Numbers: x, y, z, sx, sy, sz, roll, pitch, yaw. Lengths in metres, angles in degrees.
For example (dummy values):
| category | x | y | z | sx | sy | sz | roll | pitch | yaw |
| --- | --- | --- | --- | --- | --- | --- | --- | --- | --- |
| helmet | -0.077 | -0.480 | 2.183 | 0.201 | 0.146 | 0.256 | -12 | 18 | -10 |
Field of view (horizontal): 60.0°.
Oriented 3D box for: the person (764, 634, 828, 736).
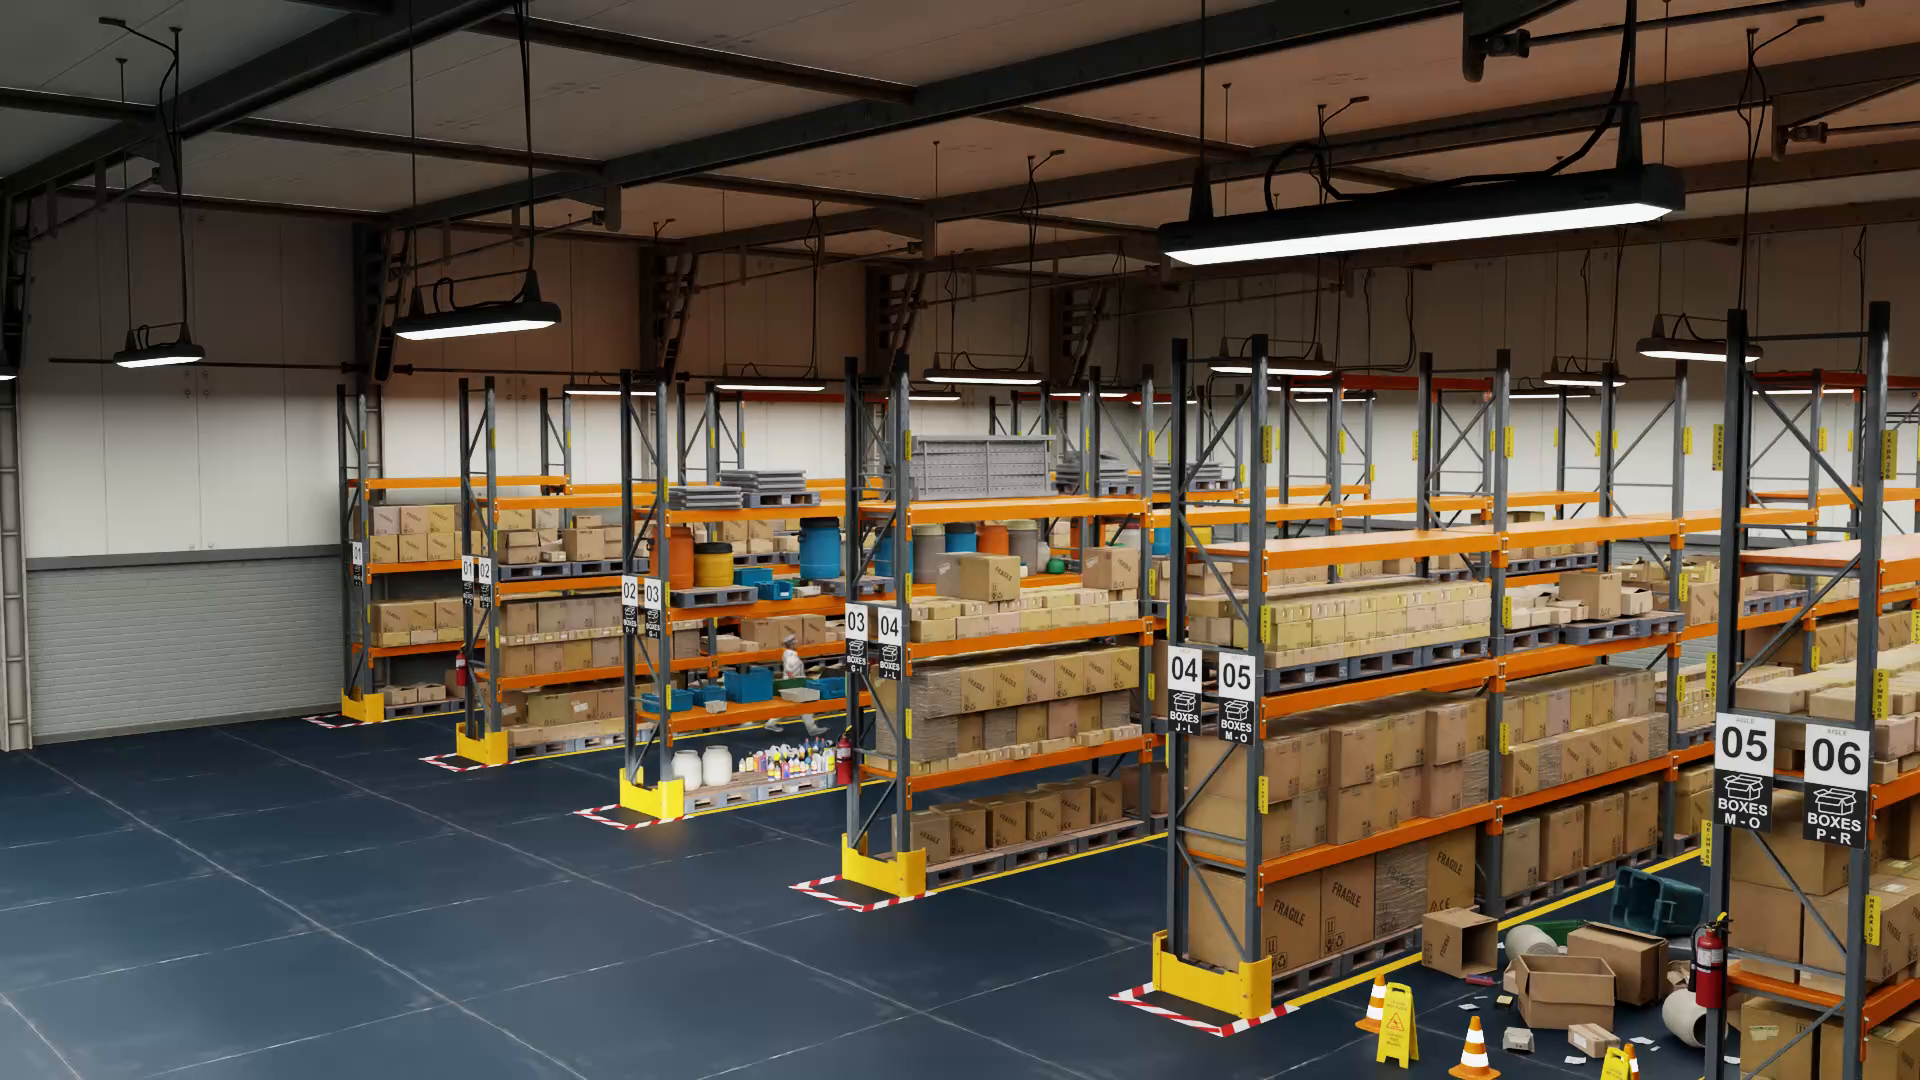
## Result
| category | x | y | z | sx | sy | sz | roll | pitch | yaw |
| --- | --- | --- | --- | --- | --- | --- | --- | --- | --- |
| person | -2.783 | 2.449 | 28.160 | 1.071 | 1.732 | 0.567 | 0 | 4 | -6 |

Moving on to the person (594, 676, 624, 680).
| category | x | y | z | sx | sy | sz | roll | pitch | yaw |
| --- | --- | --- | --- | --- | --- | --- | --- | --- | --- |
| person | -6.199 | 2.399 | 29.433 | 0.668 | 1.772 | 0.411 | -3 | 5 | -35 |
